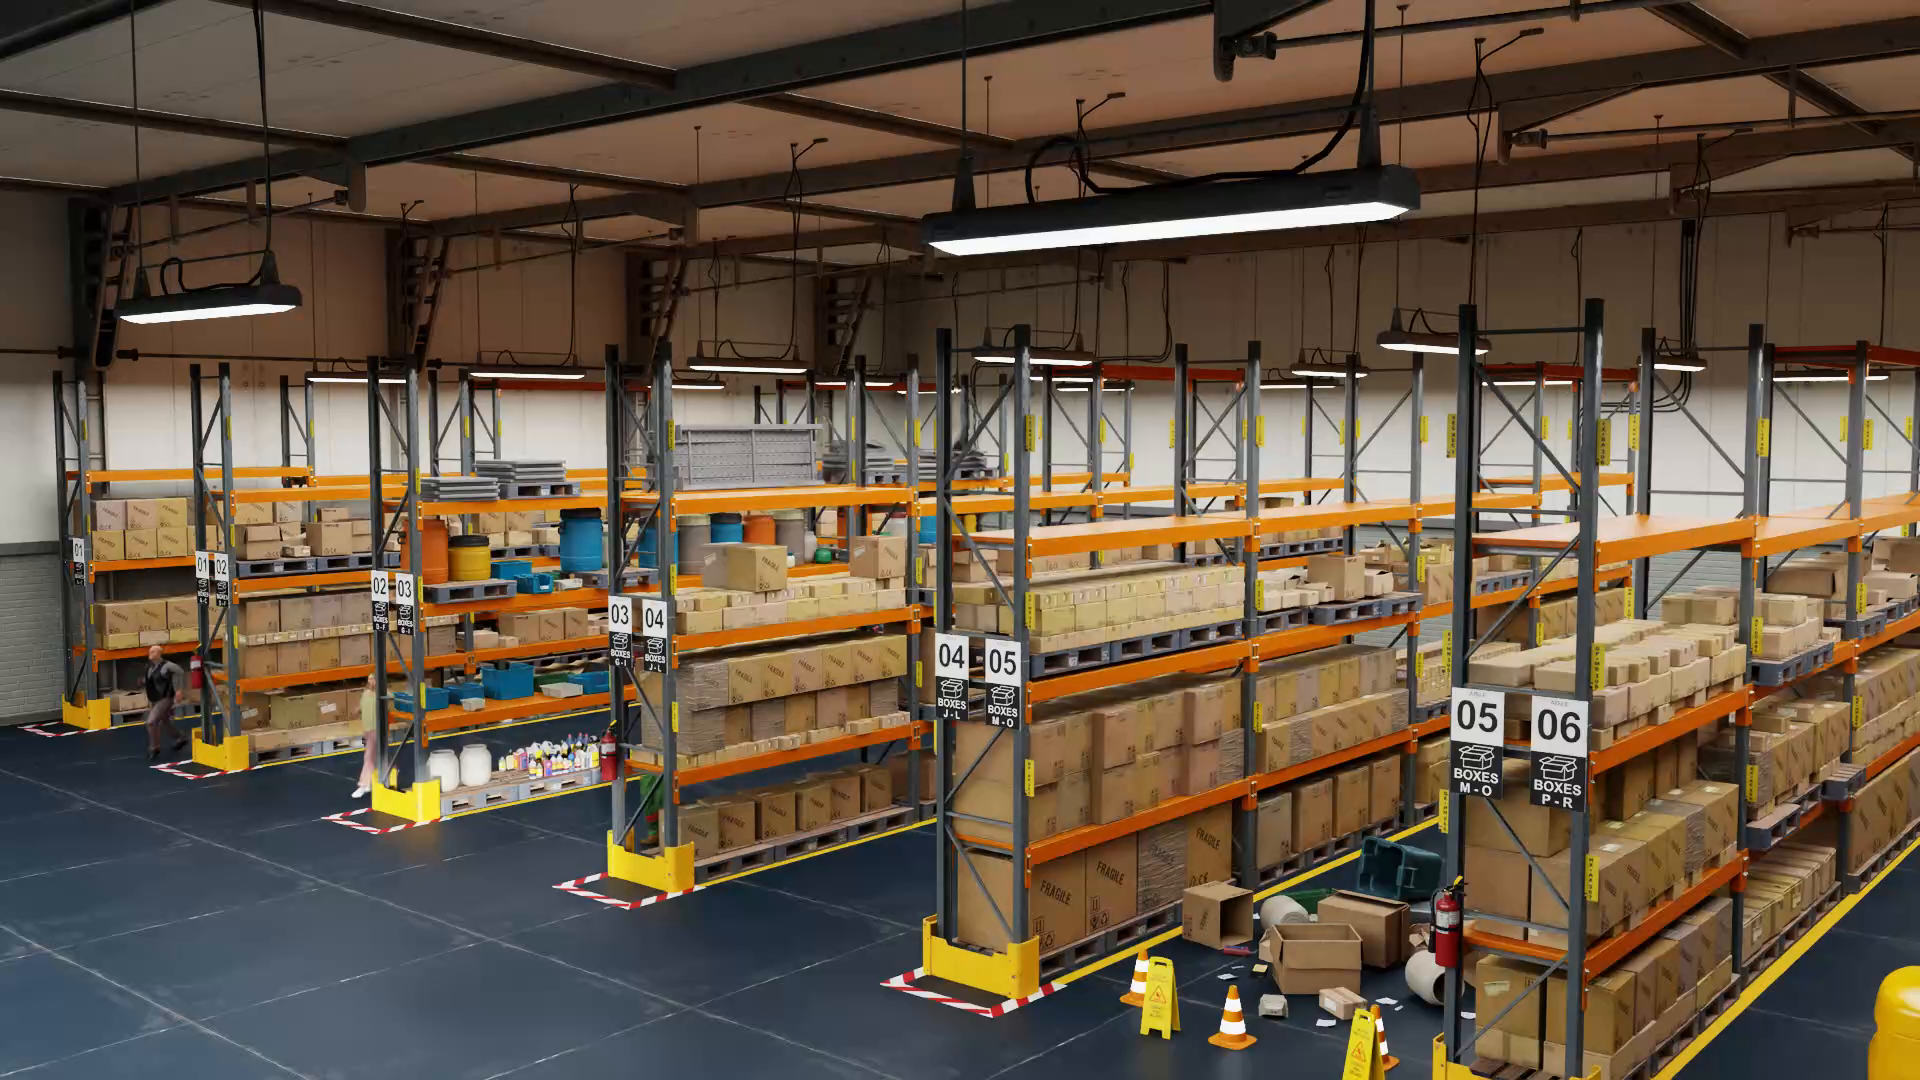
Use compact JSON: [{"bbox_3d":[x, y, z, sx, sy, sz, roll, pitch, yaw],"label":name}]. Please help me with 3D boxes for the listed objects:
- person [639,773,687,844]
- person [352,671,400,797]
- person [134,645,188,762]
[{"bbox_3d":[-3.654,2.814,20.410,0.657,1.755,0.760,3,5,39],"label":"person"},{"bbox_3d":[-8.093,2.641,22.977,0.579,1.669,0.918,2,5,28],"label":"person"},{"bbox_3d":[-12.222,2.483,25.511,0.675,1.764,0.829,3,5,32],"label":"person"}]
